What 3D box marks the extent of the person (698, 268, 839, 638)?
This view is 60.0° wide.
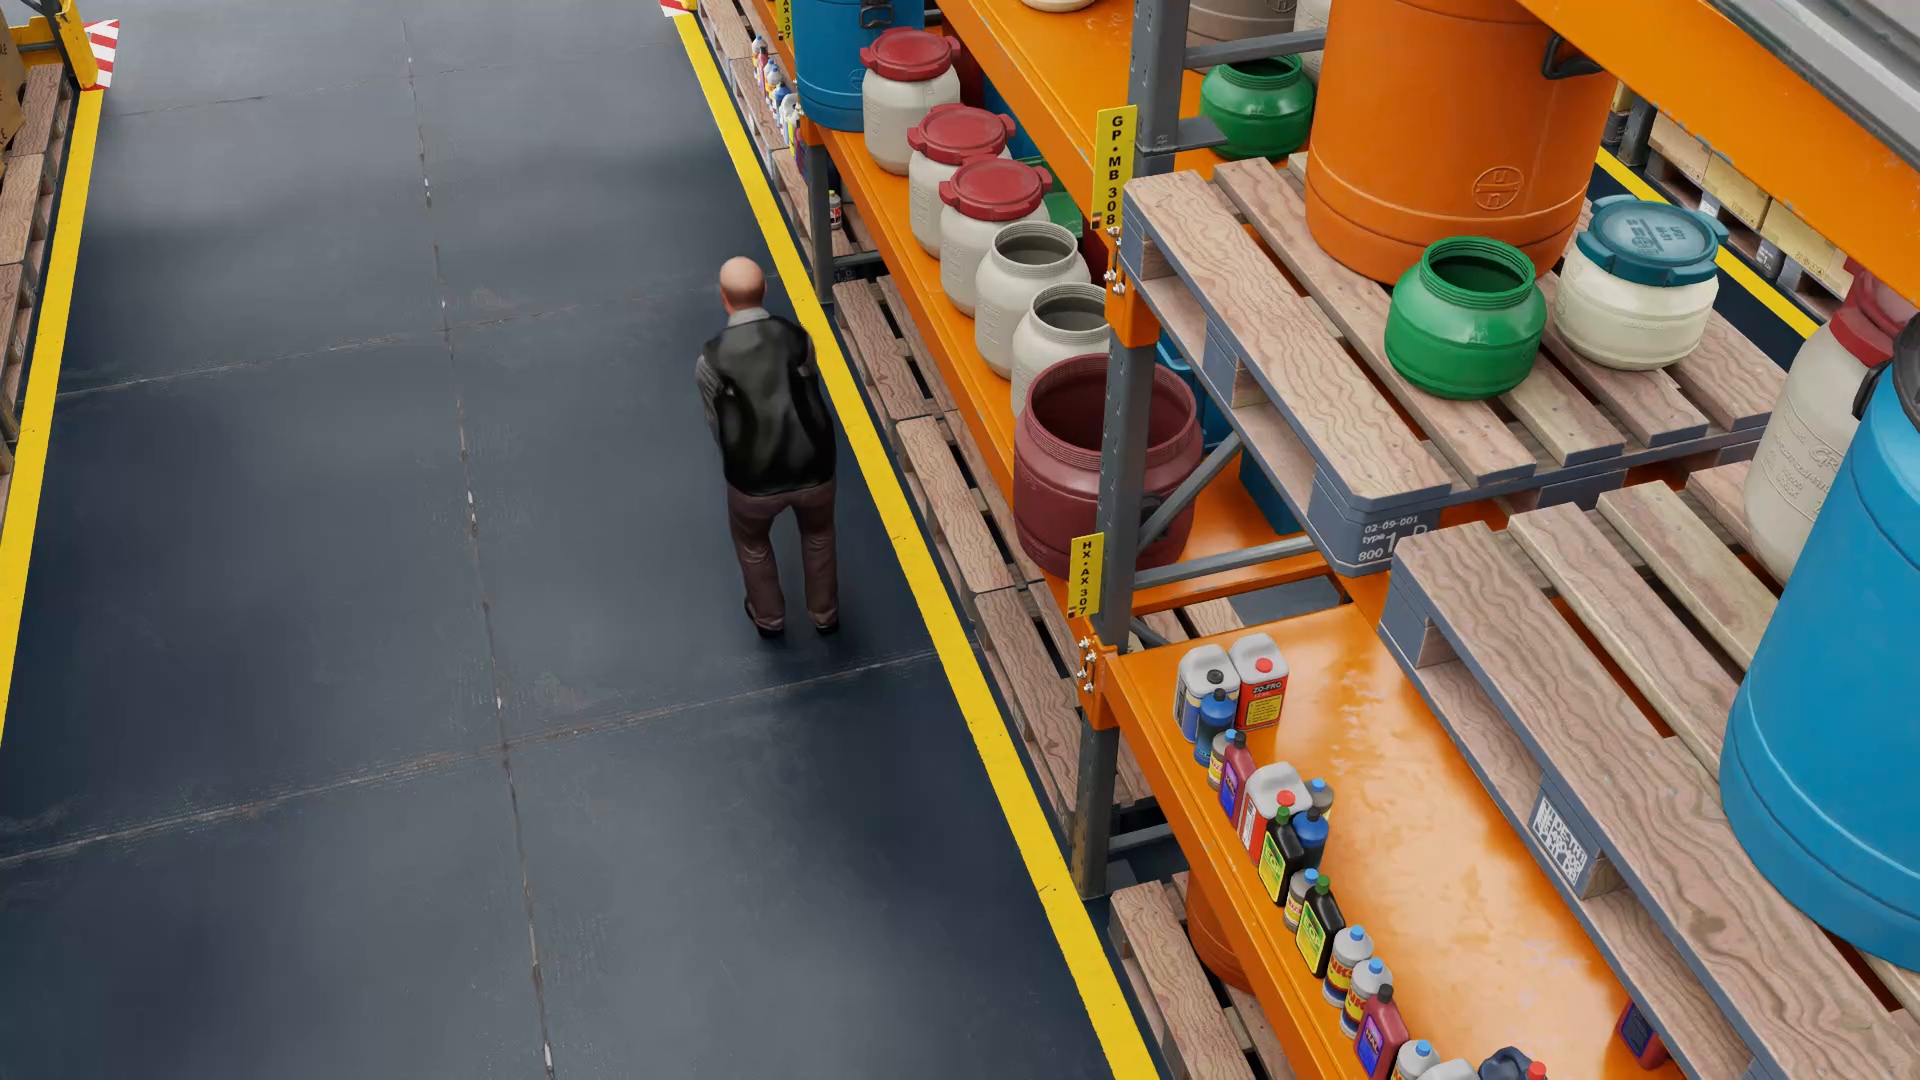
[{"bbox_3d":[-0.748,-0.328,6.553,0.491,1.716,0.567,-13,43,-14],"label":"person"}]
